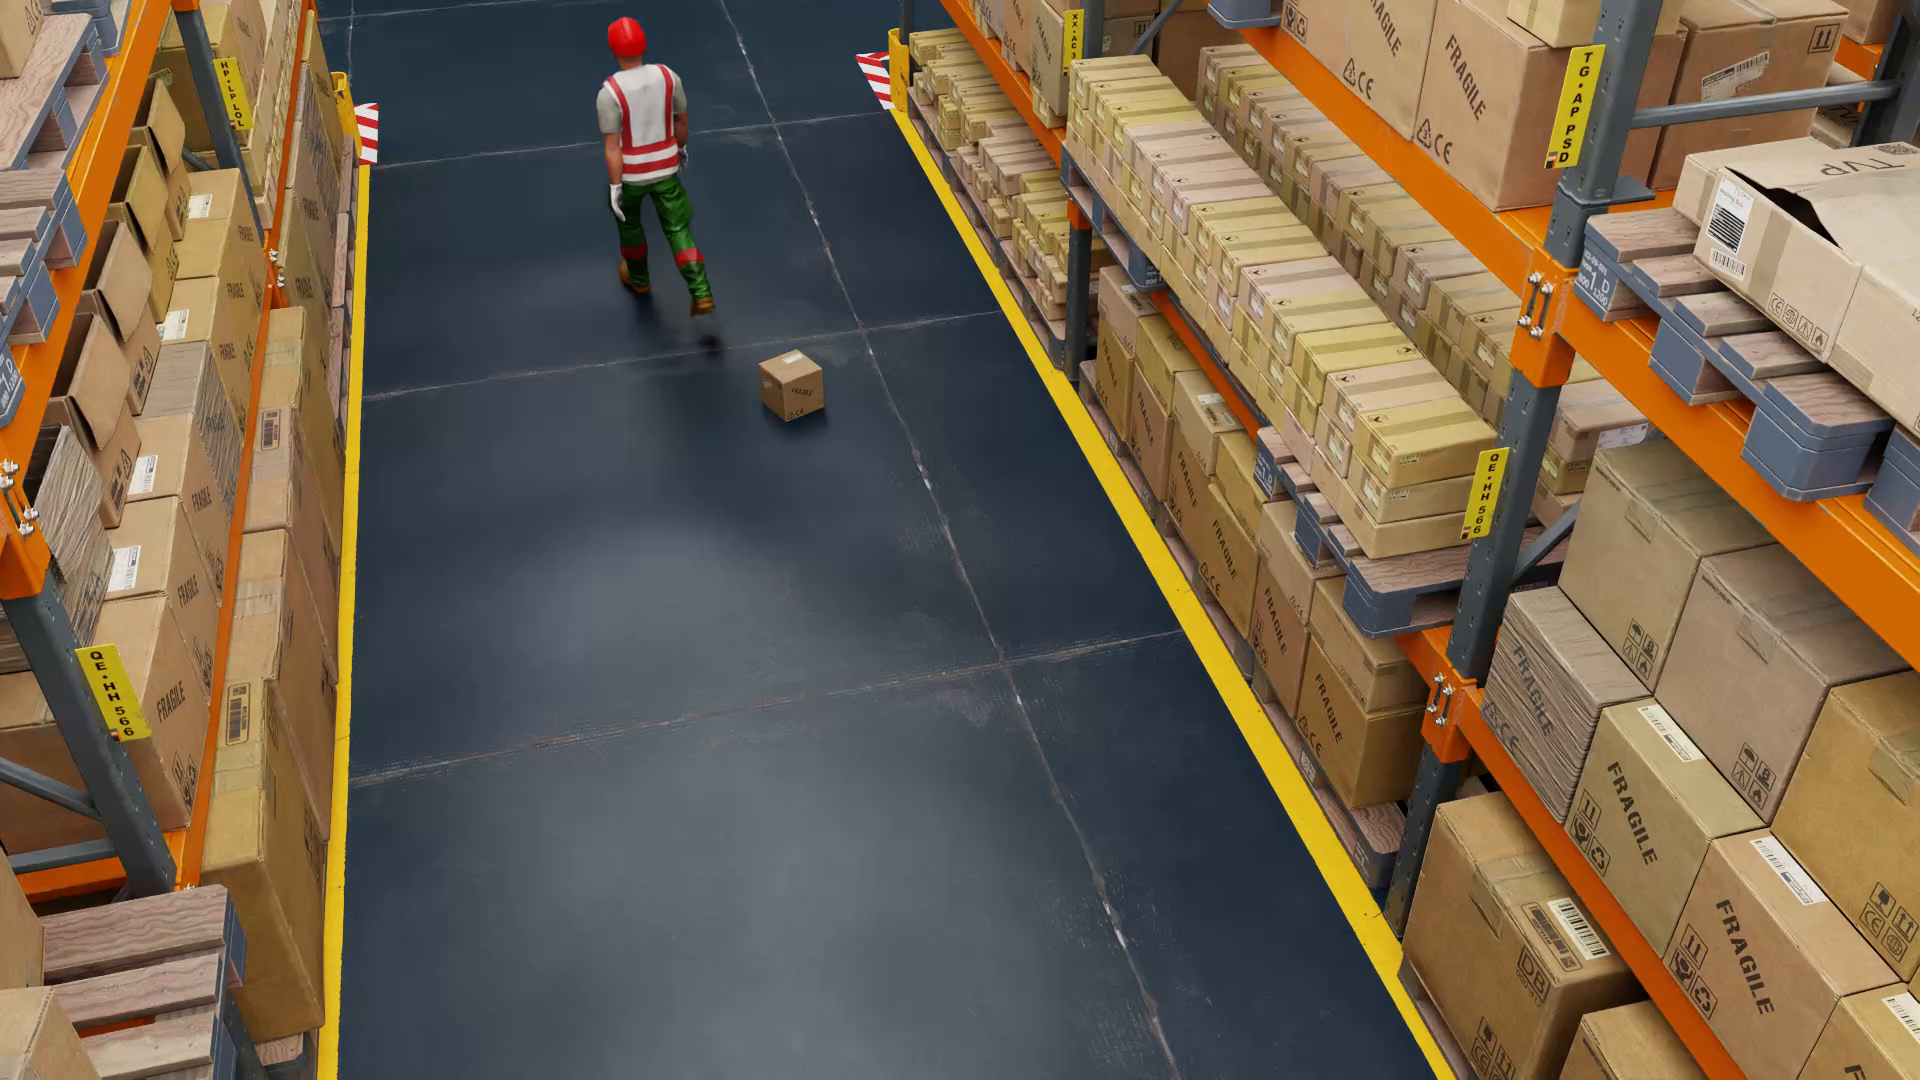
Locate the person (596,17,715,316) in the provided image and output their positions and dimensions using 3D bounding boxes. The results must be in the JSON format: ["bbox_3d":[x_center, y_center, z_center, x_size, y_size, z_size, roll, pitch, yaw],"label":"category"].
[{"bbox_3d":[-1.743,-2.080,9.379,0.582,1.750,1.026,-19,42,-23],"label":"person"}]
